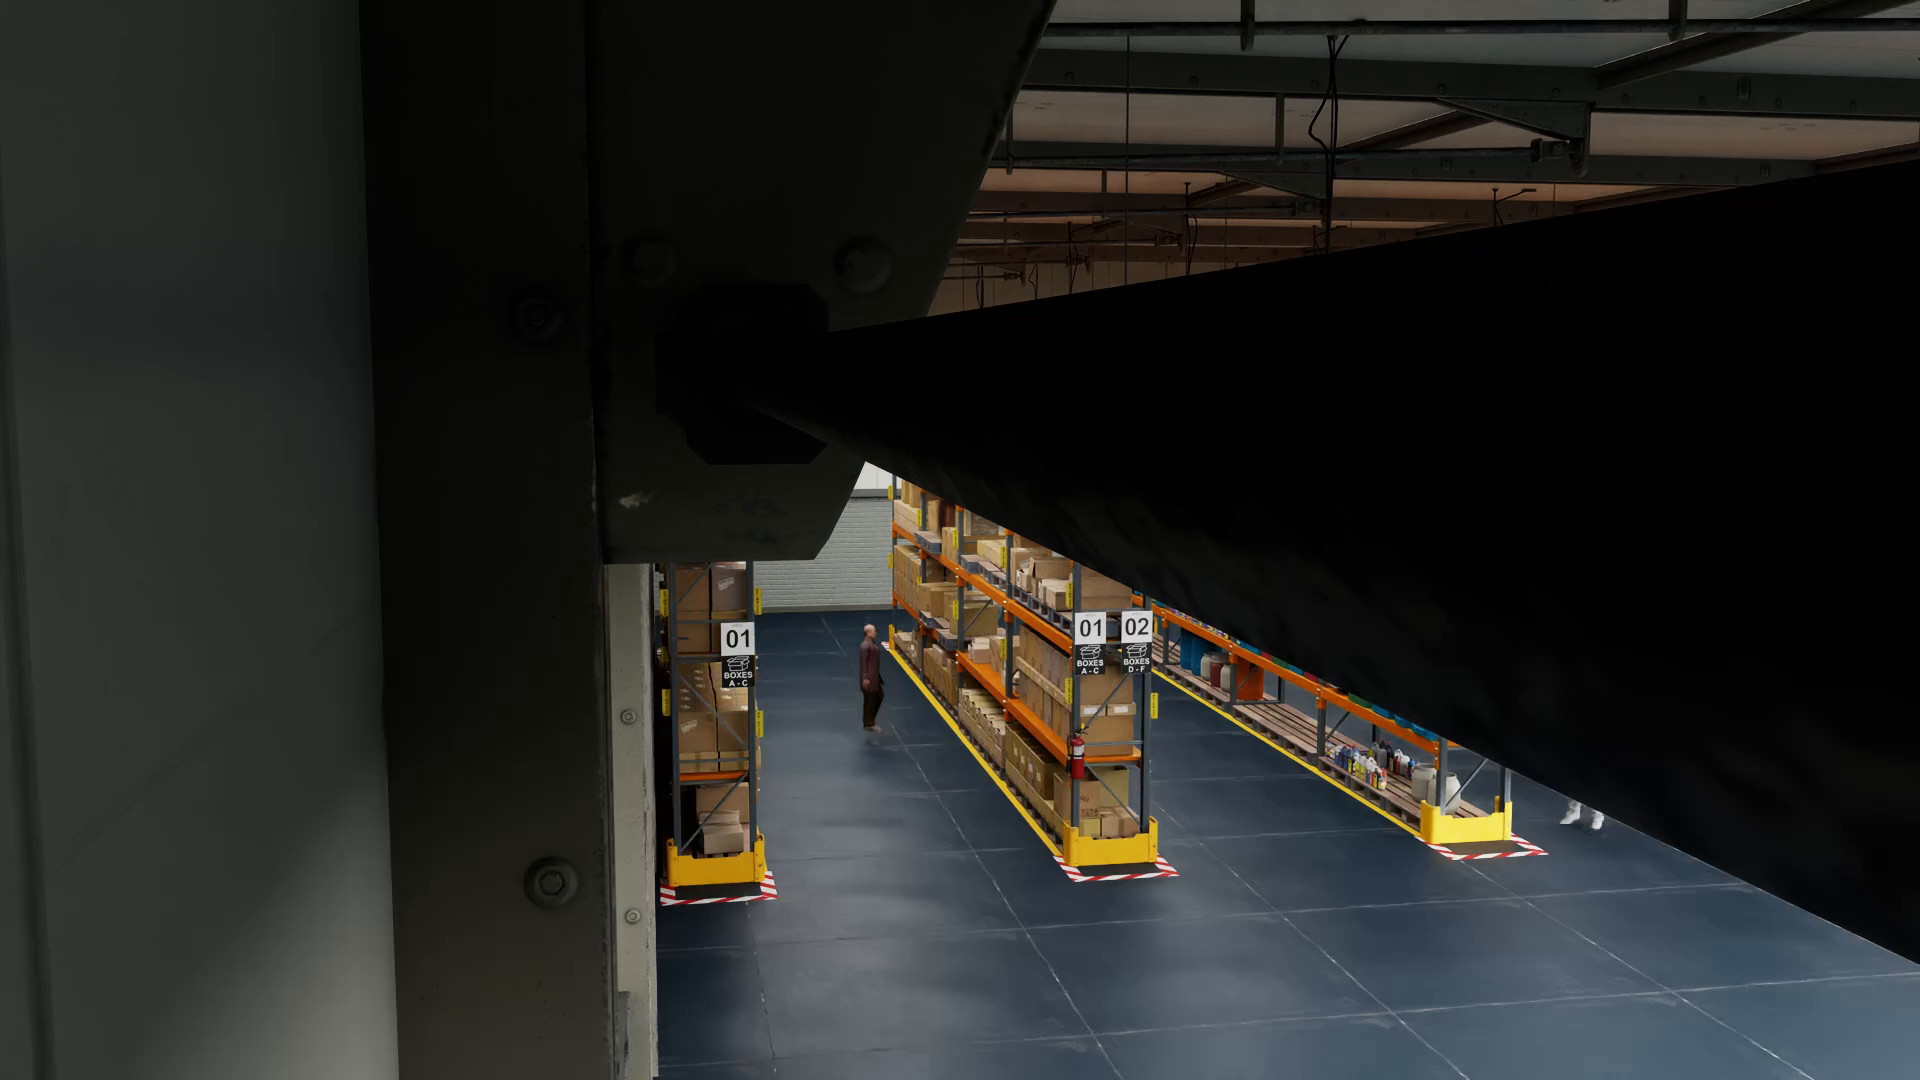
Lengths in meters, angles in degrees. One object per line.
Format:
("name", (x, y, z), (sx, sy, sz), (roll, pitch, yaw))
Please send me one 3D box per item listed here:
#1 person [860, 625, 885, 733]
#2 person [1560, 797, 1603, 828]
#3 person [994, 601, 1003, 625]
("person", (-1.468, 2.315, 27.769), (0.446, 1.814, 0.681), (1, 6, 11))
("person", (8.459, 3.000, 22.578), (0.395, 1.812, 0.724), (-4, 7, -34))
("person", (0.824, 1.483, 37.464), (0.516, 1.652, 0.973), (-1, 6, -9))
